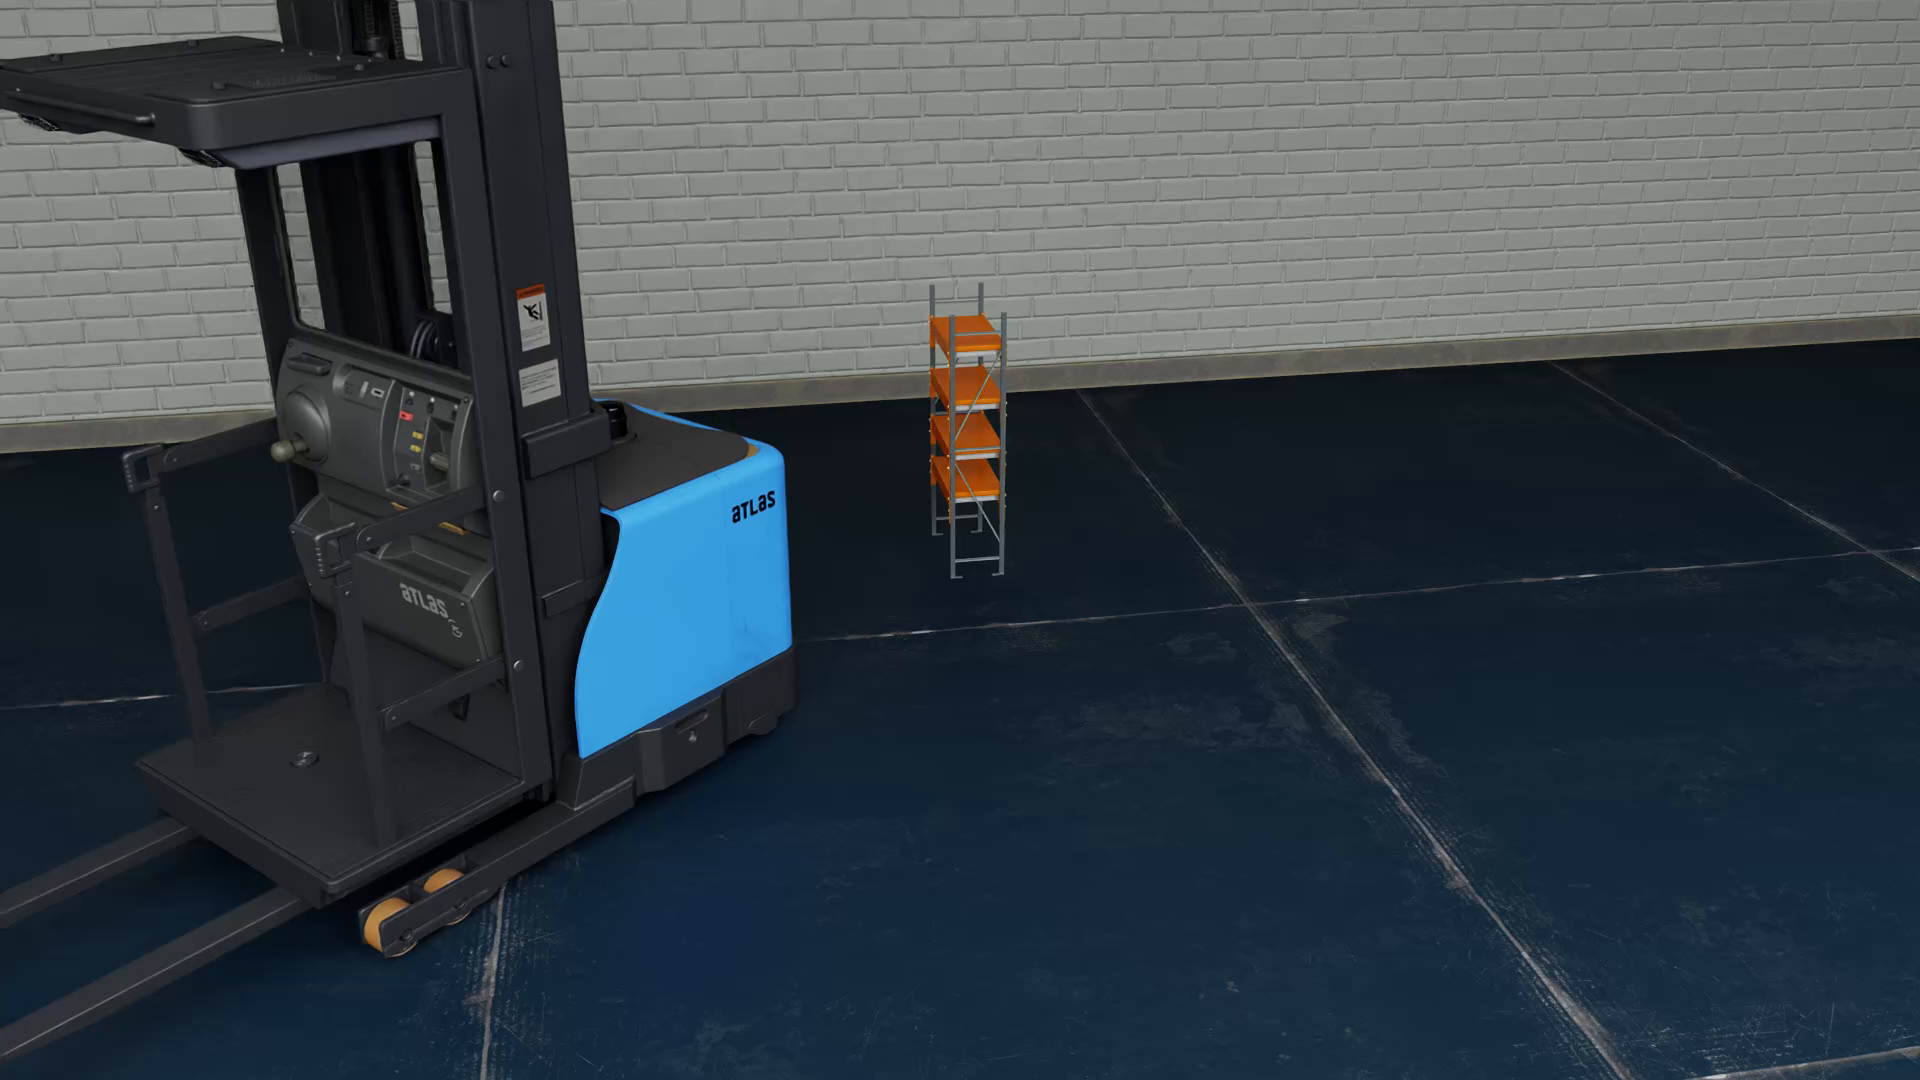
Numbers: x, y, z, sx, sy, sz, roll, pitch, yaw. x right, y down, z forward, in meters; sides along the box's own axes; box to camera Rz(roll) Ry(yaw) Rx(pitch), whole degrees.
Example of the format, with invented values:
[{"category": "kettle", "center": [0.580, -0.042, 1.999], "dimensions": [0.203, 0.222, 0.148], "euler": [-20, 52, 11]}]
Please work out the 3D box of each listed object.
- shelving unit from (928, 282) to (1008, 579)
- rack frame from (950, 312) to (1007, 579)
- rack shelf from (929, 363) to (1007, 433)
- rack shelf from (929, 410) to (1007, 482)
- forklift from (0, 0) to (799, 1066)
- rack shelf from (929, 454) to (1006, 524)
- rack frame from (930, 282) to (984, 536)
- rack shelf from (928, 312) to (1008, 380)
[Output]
[{"category": "shelving unit", "center": [0.031, -0.485, 7.361], "dimensions": [0.258, 1.200, 0.503], "euler": [-4, 24, -10]}, {"category": "rack frame", "center": [0.076, -0.389, 7.141], "dimensions": [0.240, 1.200, 0.015], "euler": [-4, 24, -10]}, {"category": "rack shelf", "center": [0.031, -0.628, 7.298], "dimensions": [0.258, 0.148, 0.480], "euler": [-4, 24, -10]}, {"category": "rack shelf", "center": [0.031, -0.423, 7.388], "dimensions": [0.258, 0.148, 0.480], "euler": [-4, 24, -10]}, {"category": "forklift", "center": [-1.897, -0.334, 4.853], "dimensions": [1.130, 2.935, 3.031], "euler": [17, 29, 34]}, {"category": "rack shelf", "center": [0.031, -0.241, 7.467], "dimensions": [0.258, 0.148, 0.480], "euler": [-4, 24, -10]}, {"category": "rack frame", "center": [-0.015, -0.581, 7.581], "dimensions": [0.240, 1.200, 0.015], "euler": [-4, 24, -10]}, {"category": "rack shelf", "center": [0.031, -0.845, 7.204], "dimensions": [0.258, 0.148, 0.480], "euler": [-4, 24, -10]}]
